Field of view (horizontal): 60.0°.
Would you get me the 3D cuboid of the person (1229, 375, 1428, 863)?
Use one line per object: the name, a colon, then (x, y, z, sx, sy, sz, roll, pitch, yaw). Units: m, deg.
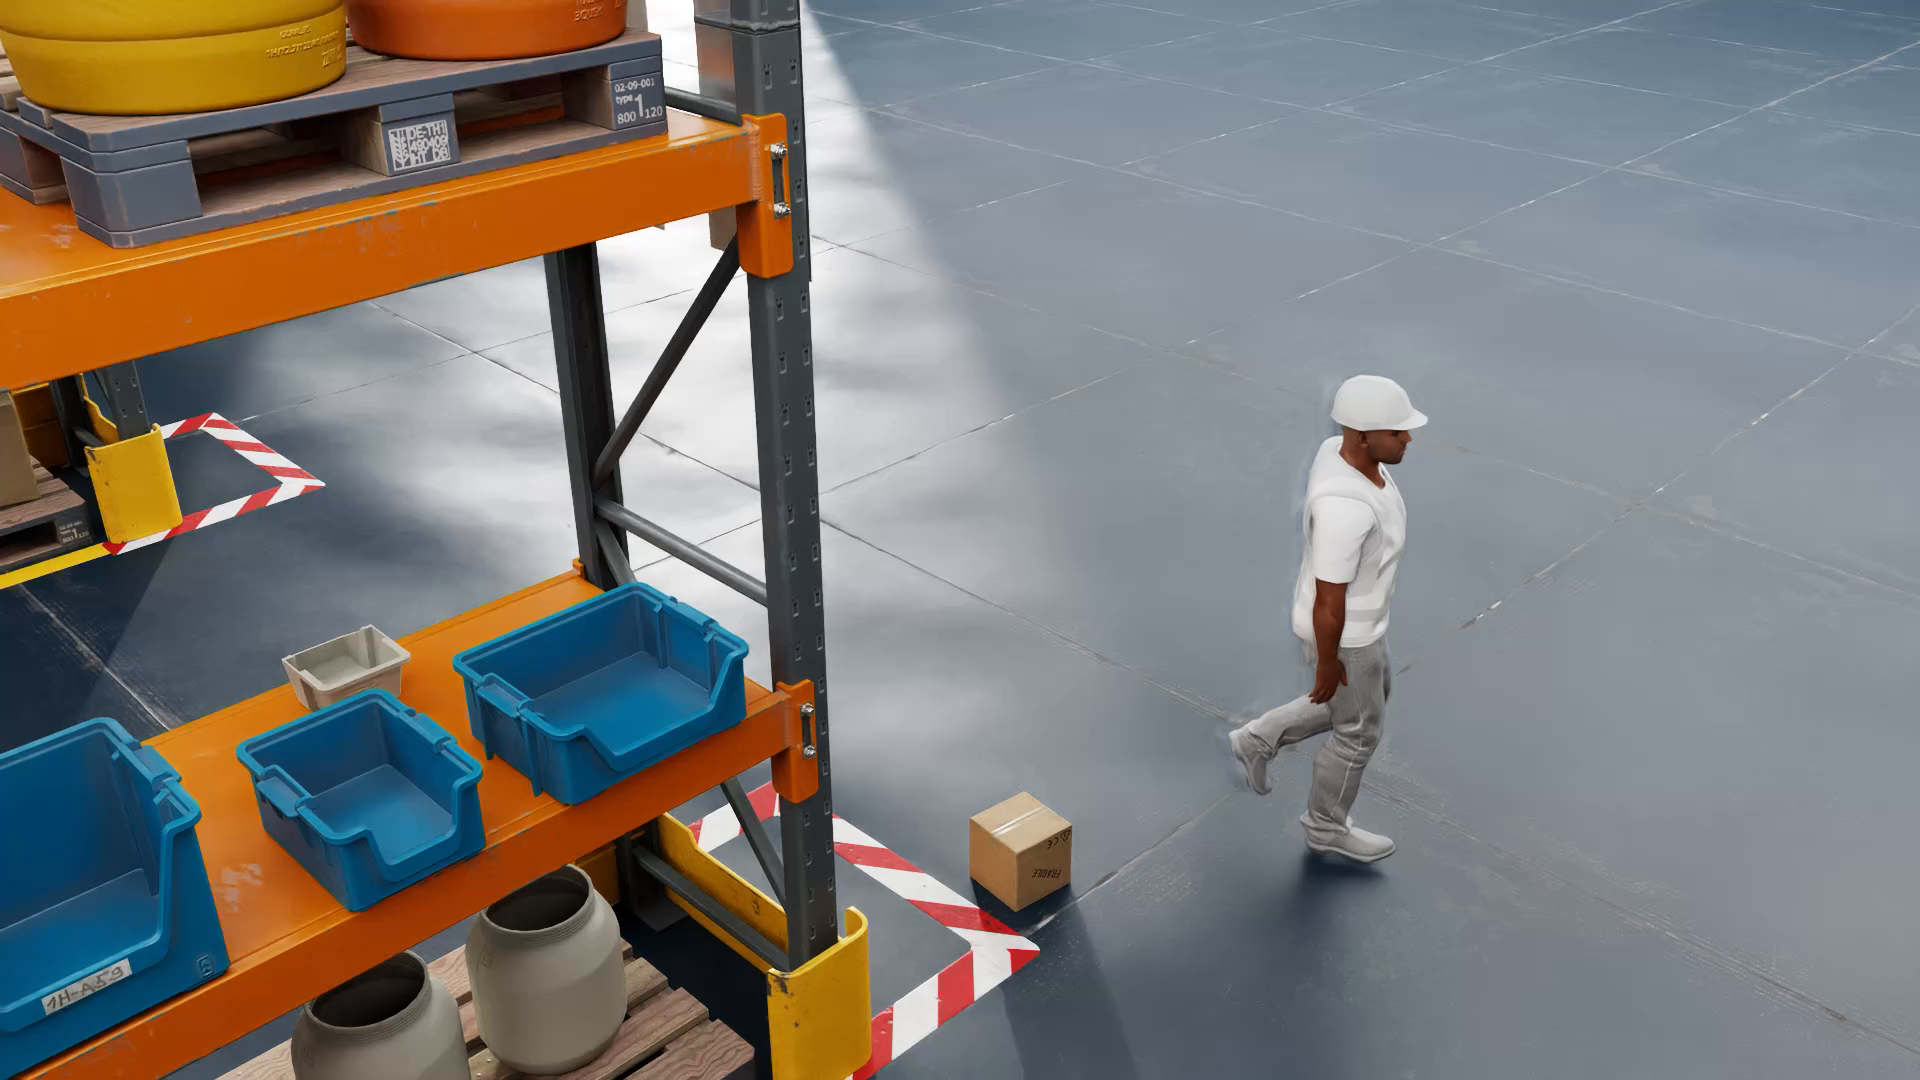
person: (1.238, 0.265, 5.543, 0.614, 1.753, 0.579, 6, 28, 12)
